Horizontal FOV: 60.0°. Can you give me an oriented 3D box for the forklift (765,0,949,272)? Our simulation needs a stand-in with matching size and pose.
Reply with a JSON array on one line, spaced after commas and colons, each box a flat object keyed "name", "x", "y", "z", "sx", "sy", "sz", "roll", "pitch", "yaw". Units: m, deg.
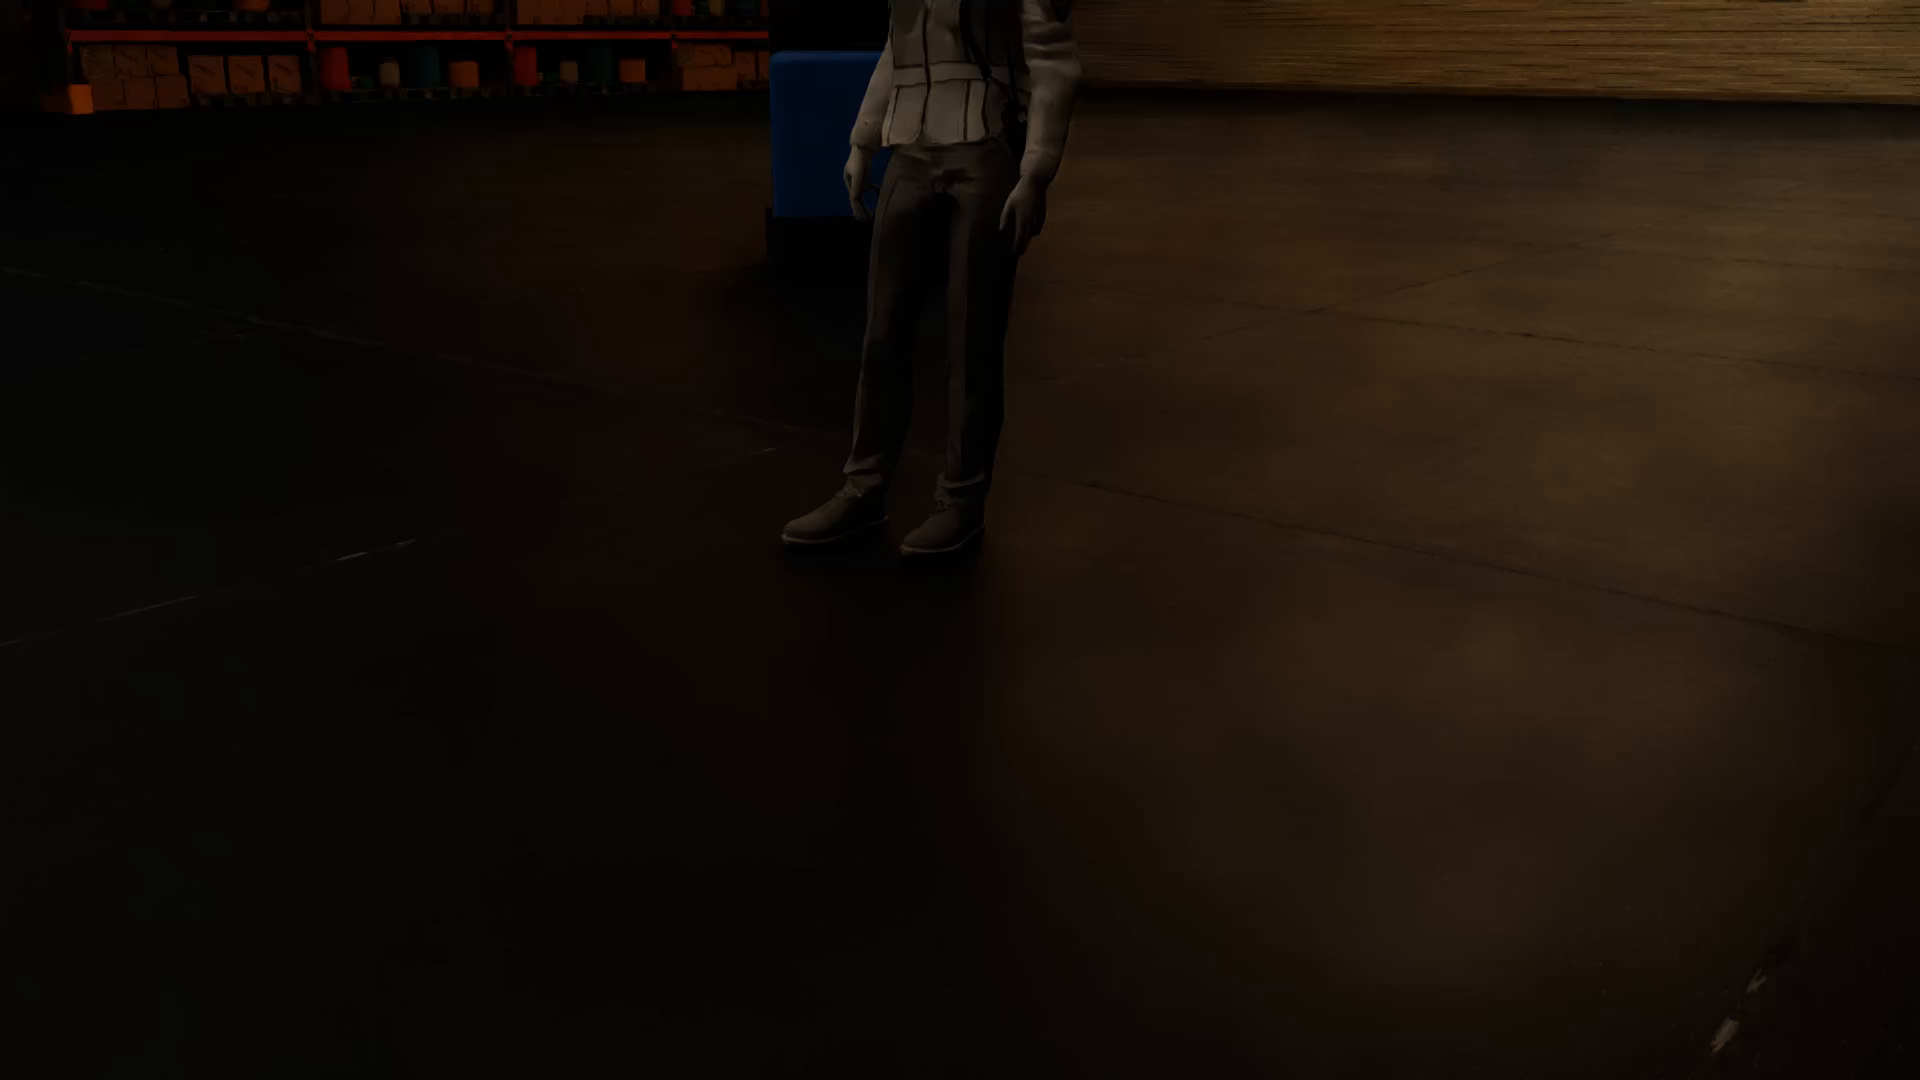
[{"name": "forklift", "x": -0.501, "y": -3.098, "z": 9.102, "sx": 1.130, "sy": 2.935, "sz": 3.031, "roll": -1, "pitch": 17, "yaw": -4}]

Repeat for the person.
[{"name": "person", "x": -0.049, "y": -0.804, "z": 3.648, "sx": 0.586, "sy": 1.695, "sz": 0.532, "roll": 13, "pitch": 21, "yaw": 37}]
